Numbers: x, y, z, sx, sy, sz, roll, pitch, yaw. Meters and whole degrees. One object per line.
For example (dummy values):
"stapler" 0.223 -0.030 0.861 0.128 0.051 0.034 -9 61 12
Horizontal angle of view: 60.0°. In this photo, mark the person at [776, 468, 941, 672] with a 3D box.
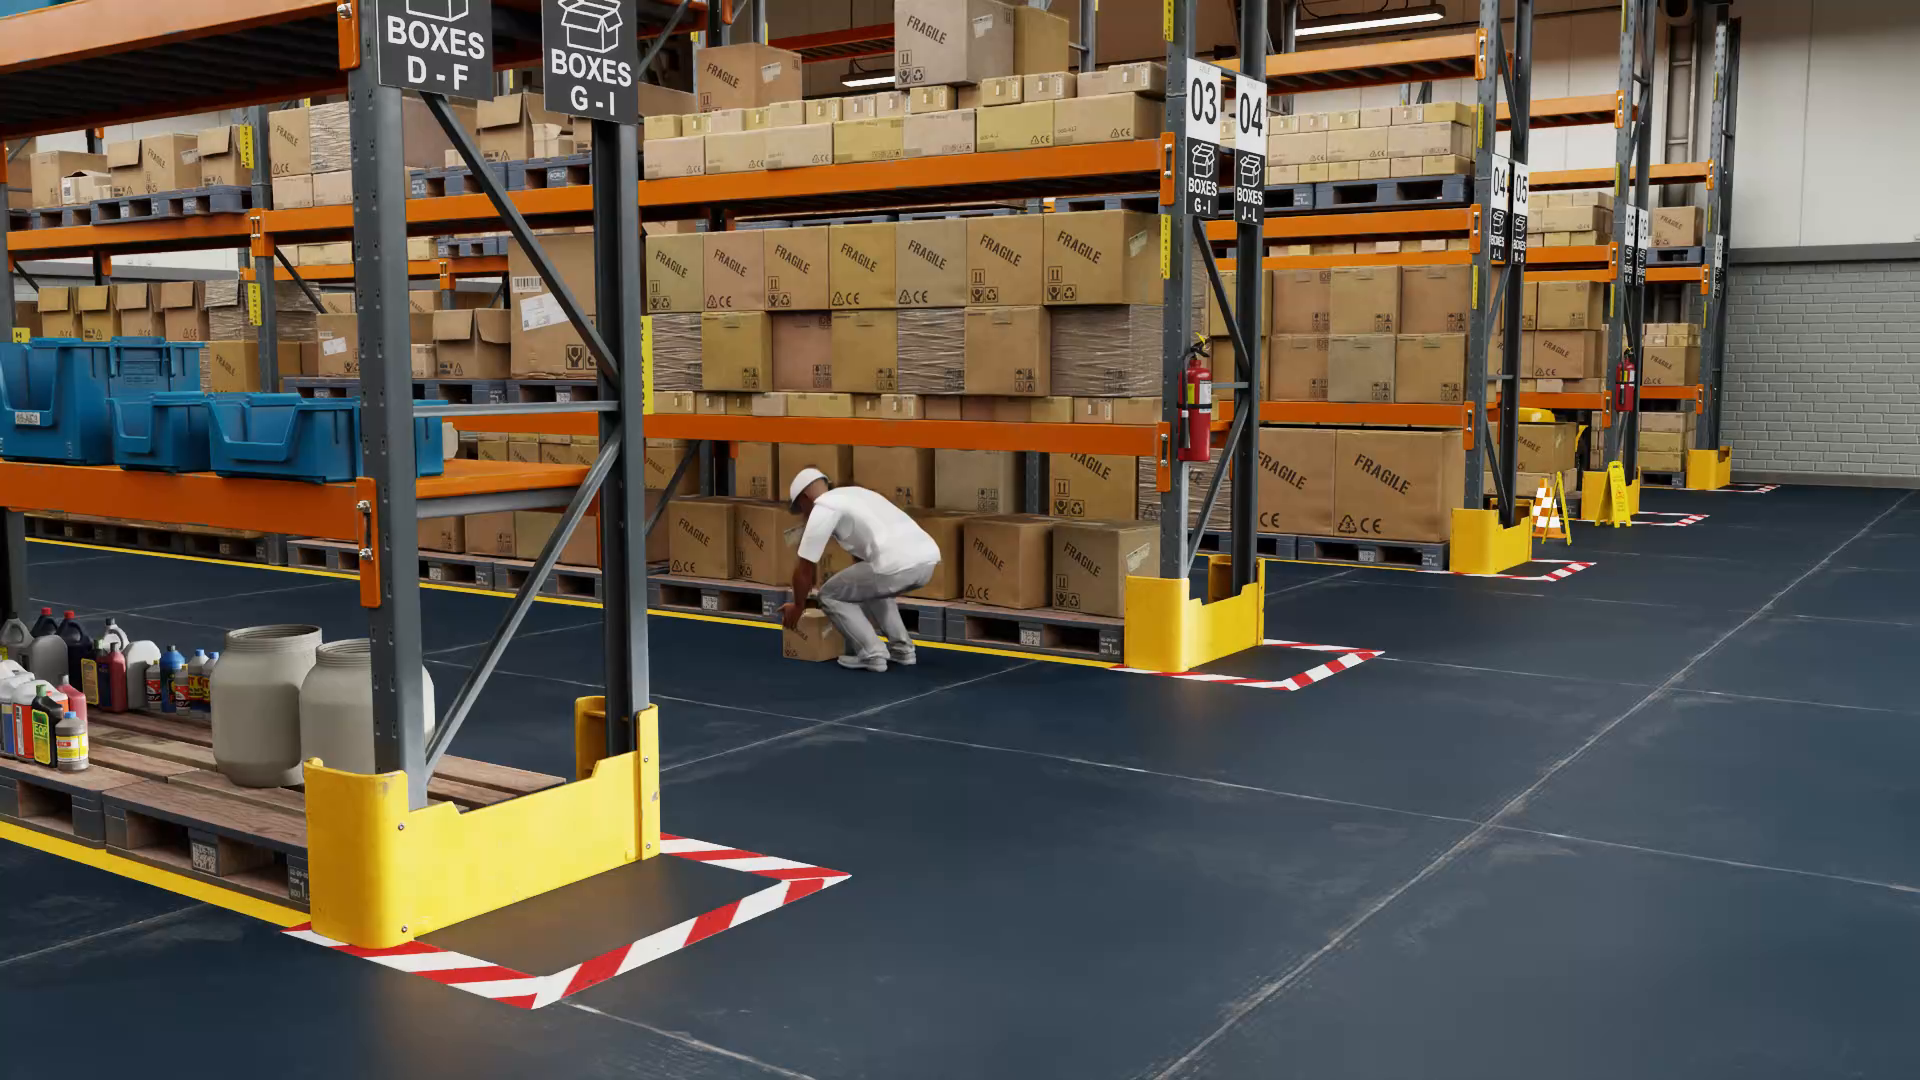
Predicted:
"person" -0.556 0.154 9.014 0.879 1.063 0.598 5 8 37
